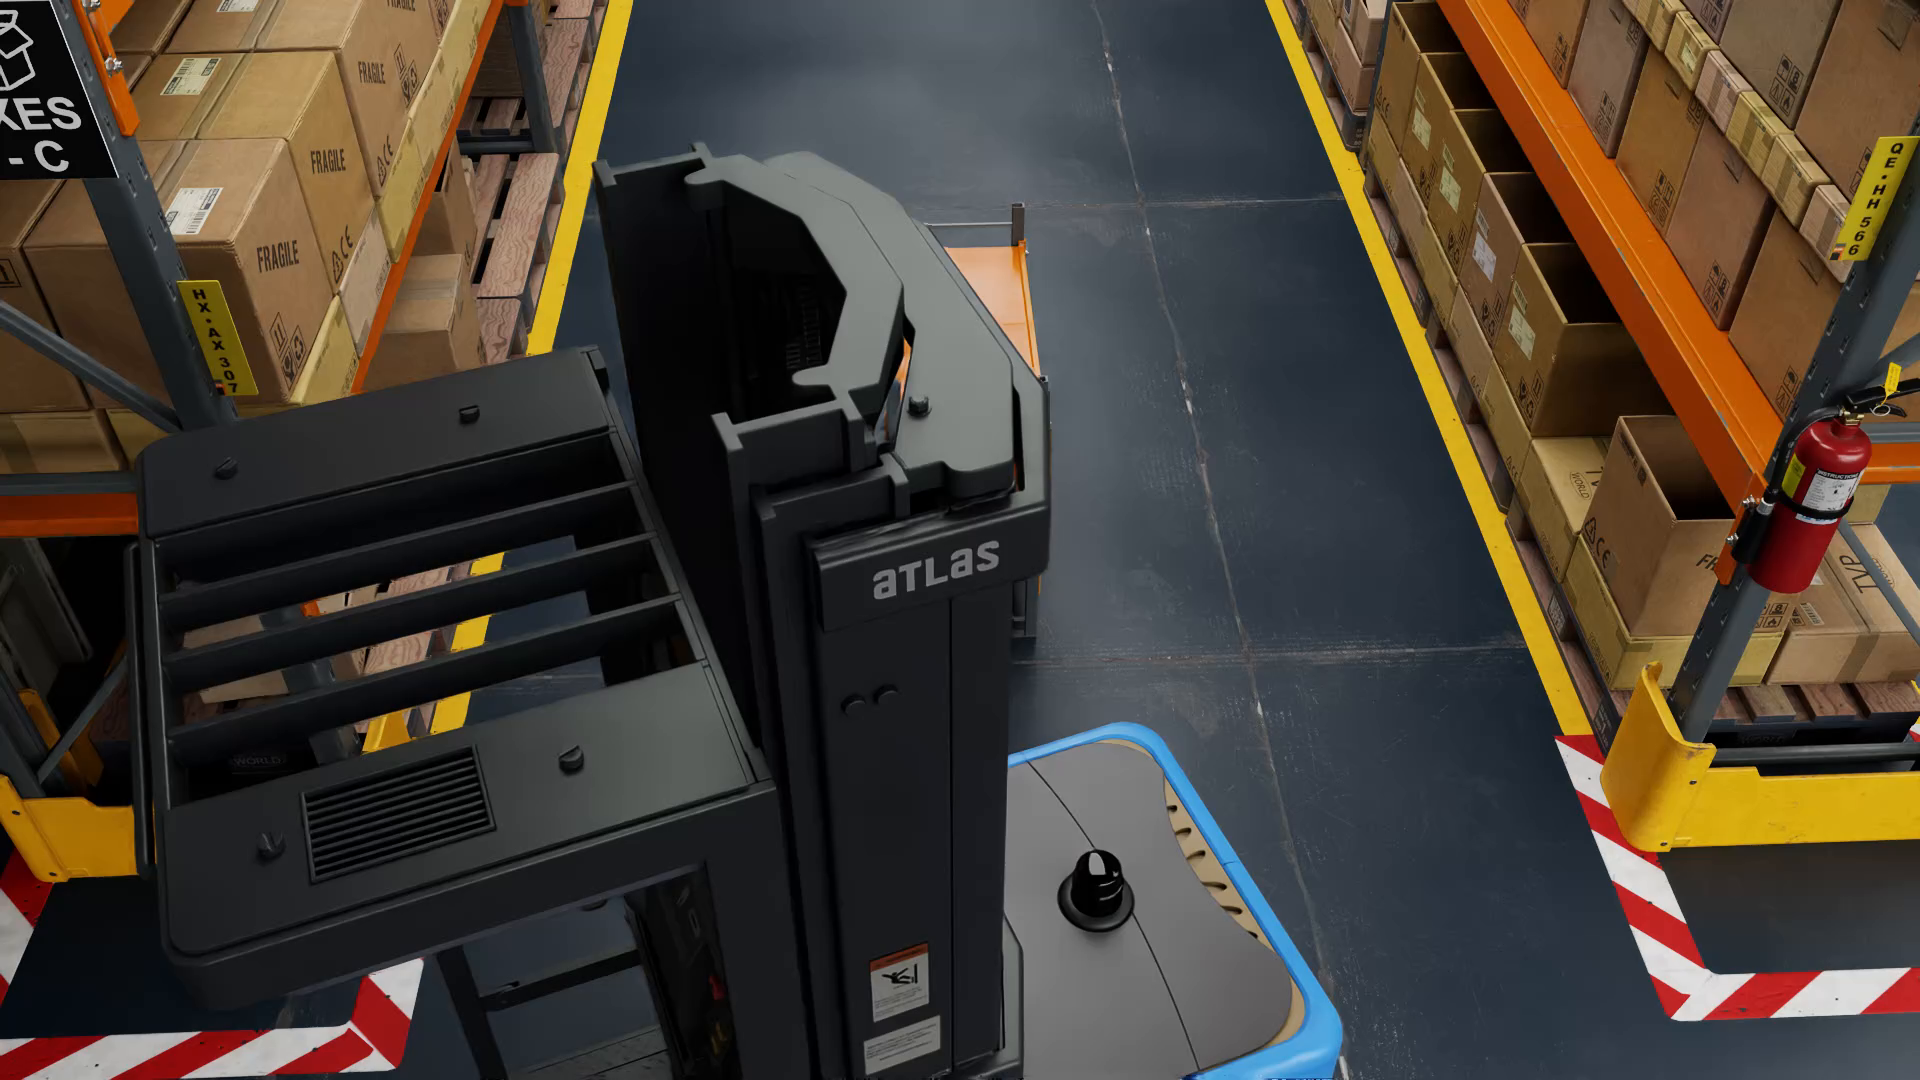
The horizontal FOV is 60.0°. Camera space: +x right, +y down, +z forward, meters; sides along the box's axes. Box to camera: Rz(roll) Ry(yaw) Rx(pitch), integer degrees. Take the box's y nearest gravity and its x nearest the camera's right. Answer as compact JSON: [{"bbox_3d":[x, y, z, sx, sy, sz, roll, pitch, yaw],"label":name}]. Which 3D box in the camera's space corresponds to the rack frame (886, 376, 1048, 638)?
[{"bbox_3d":[0.021,-0.076,5.500,0.500,1.125,0.032,-2,43,-2],"label":"rack frame"}]

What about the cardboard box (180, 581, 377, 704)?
[{"bbox_3d":[-2.224,0.224,5.450,0.500,0.311,0.500,-6,43,-7],"label":"cardboard box"}]

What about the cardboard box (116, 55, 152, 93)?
[{"bbox_3d":[-2.529,-1.016,4.680,0.500,0.500,0.500,-1,43,-1],"label":"cardboard box"}]

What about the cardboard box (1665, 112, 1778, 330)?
[{"bbox_3d":[2.630,-0.987,5.033,0.700,0.500,0.500,-1,43,-1],"label":"cardboard box"}]

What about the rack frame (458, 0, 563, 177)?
[{"bbox_3d":[-2.455,-2.836,7.124,1.000,3.000,0.127,-2,43,-2],"label":"rack frame"}]

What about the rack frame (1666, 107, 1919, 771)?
[{"bbox_3d":[2.664,-0.280,4.336,1.000,3.000,0.127,-2,43,-2],"label":"rack frame"}]

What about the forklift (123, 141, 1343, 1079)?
[{"bbox_3d":[-0.731,0.822,3.184,3.031,2.935,1.130,-15,45,-16],"label":"forklift"}]

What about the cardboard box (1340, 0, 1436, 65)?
[{"bbox_3d":[2.191,-2.594,8.169,0.500,0.311,0.500,-2,43,-2],"label":"cardboard box"}]

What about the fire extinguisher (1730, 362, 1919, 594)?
[{"bbox_3d":[2.205,-0.158,4.260,0.296,0.674,0.183,-2,43,-2],"label":"fire extinguisher"}]

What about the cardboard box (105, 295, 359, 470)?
[{"bbox_3d":[-1.988,-0.426,4.591,0.500,0.250,0.500,-3,43,-3],"label":"cardboard box"}]

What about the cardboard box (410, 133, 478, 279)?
[{"bbox_3d":[-2.371,-1.377,7.057,0.500,0.500,0.500,-5,43,-5],"label":"cardboard box"}]

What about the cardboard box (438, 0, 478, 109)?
[{"bbox_3d":[-2.082,-1.801,6.091,0.500,0.250,0.500,-2,43,-2],"label":"cardboard box"}]

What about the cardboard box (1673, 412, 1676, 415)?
[{"bbox_3d":[2.806,-0.741,6.007,0.500,0.500,0.500,-2,43,-2],"label":"cardboard box"}]

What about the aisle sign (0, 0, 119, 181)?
[{"bbox_3d":[-1.982,-1.054,3.256,0.394,0.787,0.004,-2,43,-2],"label":"aisle sign"}]

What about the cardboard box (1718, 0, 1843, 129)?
[{"bbox_3d":[2.627,-1.501,4.634,0.700,0.500,0.500,-3,43,-3],"label":"cardboard box"}]

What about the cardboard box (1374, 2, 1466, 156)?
[{"bbox_3d":[2.201,-2.076,7.464,0.500,0.500,0.500,-2,43,-2],"label":"cardboard box"}]

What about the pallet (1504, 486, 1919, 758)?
[{"bbox_3d":[2.590,0.233,5.840,1.003,0.211,1.213,-2,43,-2],"label":"pallet"}]

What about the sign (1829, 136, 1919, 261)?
[{"bbox_3d":[2.121,-0.788,3.858,0.100,0.325,0.005,-2,43,-2],"label":"sign"}]

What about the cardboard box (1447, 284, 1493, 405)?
[{"bbox_3d":[2.270,-0.787,6.613,0.500,0.250,0.500,-2,43,-2],"label":"cardboard box"}]

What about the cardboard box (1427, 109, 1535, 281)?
[{"bbox_3d":[2.244,-1.401,6.728,0.500,0.500,0.500,-2,43,-2],"label":"cardboard box"}]

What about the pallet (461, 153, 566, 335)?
[{"bbox_3d":[-2.391,-1.355,7.573,1.003,0.211,1.213,-2,43,-2],"label":"pallet"}]

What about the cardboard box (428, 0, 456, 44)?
[{"bbox_3d":[-2.088,-2.077,5.837,0.500,0.500,0.500,-3,43,-3],"label":"cardboard box"}]

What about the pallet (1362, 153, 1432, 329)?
[{"bbox_3d":[2.486,-1.414,7.637,1.003,0.211,1.213,-2,43,-2],"label":"pallet"}]

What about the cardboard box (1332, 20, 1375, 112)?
[{"bbox_3d":[2.187,-2.393,8.365,0.500,0.250,0.500,-2,43,-2],"label":"cardboard box"}]

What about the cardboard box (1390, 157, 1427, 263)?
[{"bbox_3d":[2.227,-1.462,7.349,0.500,0.250,0.500,-2,43,-2],"label":"cardboard box"}]

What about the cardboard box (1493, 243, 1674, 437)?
[{"bbox_3d":[2.287,-0.726,5.991,0.500,0.500,0.500,-2,43,-2],"label":"cardboard box"}]

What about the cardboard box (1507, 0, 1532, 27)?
[{"bbox_3d":[2.548,-2.362,6.533,0.700,0.500,0.500,-2,43,-2],"label":"cardboard box"}]

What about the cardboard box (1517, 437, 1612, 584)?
[{"bbox_3d":[2.313,-0.112,5.876,0.500,0.250,0.500,-2,43,-2],"label":"cardboard box"}]

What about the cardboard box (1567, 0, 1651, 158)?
[{"bbox_3d":[2.589,-1.677,5.786,0.700,0.500,0.500,0,43,-1],"label":"cardboard box"}]

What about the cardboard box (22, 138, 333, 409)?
[{"bbox_3d":[-2.005,-0.695,4.329,0.500,0.500,0.500,-2,43,-2],"label":"cardboard box"}]

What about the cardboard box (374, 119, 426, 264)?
[{"bbox_3d":[-2.040,-1.120,5.348,0.500,0.250,0.500,-2,43,-2],"label":"cardboard box"}]

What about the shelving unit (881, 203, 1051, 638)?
[{"bbox_3d":[0.000,-0.419,5.875,0.538,1.125,1.048,-2,43,-2],"label":"shelving unit"}]

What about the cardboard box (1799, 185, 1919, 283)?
[{"bbox_3d":[2.458,-0.809,4.358,0.380,0.149,0.250,-2,43,-3],"label":"cardboard box"}]

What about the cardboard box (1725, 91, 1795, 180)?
[{"bbox_3d":[2.434,-1.158,4.739,0.380,0.149,0.250,-2,43,-2],"label":"cardboard box"}]

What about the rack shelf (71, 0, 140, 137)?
[{"bbox_3d":[-2.370,-2.326,4.880,1.077,0.370,4.000,-2,43,-2],"label":"rack shelf"}]

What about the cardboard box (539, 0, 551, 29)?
[{"bbox_3d":[-2.575,-2.920,8.740,0.700,0.500,0.500,-2,43,-3],"label":"cardboard box"}]

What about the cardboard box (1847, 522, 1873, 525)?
[{"bbox_3d":[2.839,-0.127,5.893,0.500,0.250,0.500,-2,43,-2],"label":"cardboard box"}]

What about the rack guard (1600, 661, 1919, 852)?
[{"bbox_3d":[2.665,0.658,5.163,1.175,0.500,0.348,-2,43,-2],"label":"rack guard"}]

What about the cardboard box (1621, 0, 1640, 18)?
[{"bbox_3d":[2.390,-1.856,5.500,0.380,0.149,0.250,-2,43,-2],"label":"cardboard box"}]

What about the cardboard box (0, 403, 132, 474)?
[{"bbox_3d":[-2.498,-0.397,4.560,0.500,0.250,0.500,-1,43,-1],"label":"cardboard box"}]

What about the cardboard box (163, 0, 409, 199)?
[{"bbox_3d":[-2.032,-1.378,5.074,0.500,0.500,0.500,-3,43,-3],"label":"cardboard box"}]

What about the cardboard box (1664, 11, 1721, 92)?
[{"bbox_3d":[2.414,-1.505,5.118,0.380,0.149,0.250,0,43,0],"label":"cardboard box"}]

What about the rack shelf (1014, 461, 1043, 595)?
[{"bbox_3d":[0.000,-0.239,6.040,0.538,0.278,1.000,-2,43,-2],"label":"rack shelf"}]

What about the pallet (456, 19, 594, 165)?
[{"bbox_3d":[-2.489,-2.333,8.639,1.003,0.211,1.213,-2,43,-2],"label":"pallet"}]

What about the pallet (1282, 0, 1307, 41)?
[{"bbox_3d":[2.369,-3.274,9.666,1.003,0.211,1.213,-2,43,-2],"label":"pallet"}]

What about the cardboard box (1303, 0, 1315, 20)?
[{"bbox_3d":[2.145,-3.080,9.115,0.500,0.250,0.500,-1,43,-1],"label":"cardboard box"}]
